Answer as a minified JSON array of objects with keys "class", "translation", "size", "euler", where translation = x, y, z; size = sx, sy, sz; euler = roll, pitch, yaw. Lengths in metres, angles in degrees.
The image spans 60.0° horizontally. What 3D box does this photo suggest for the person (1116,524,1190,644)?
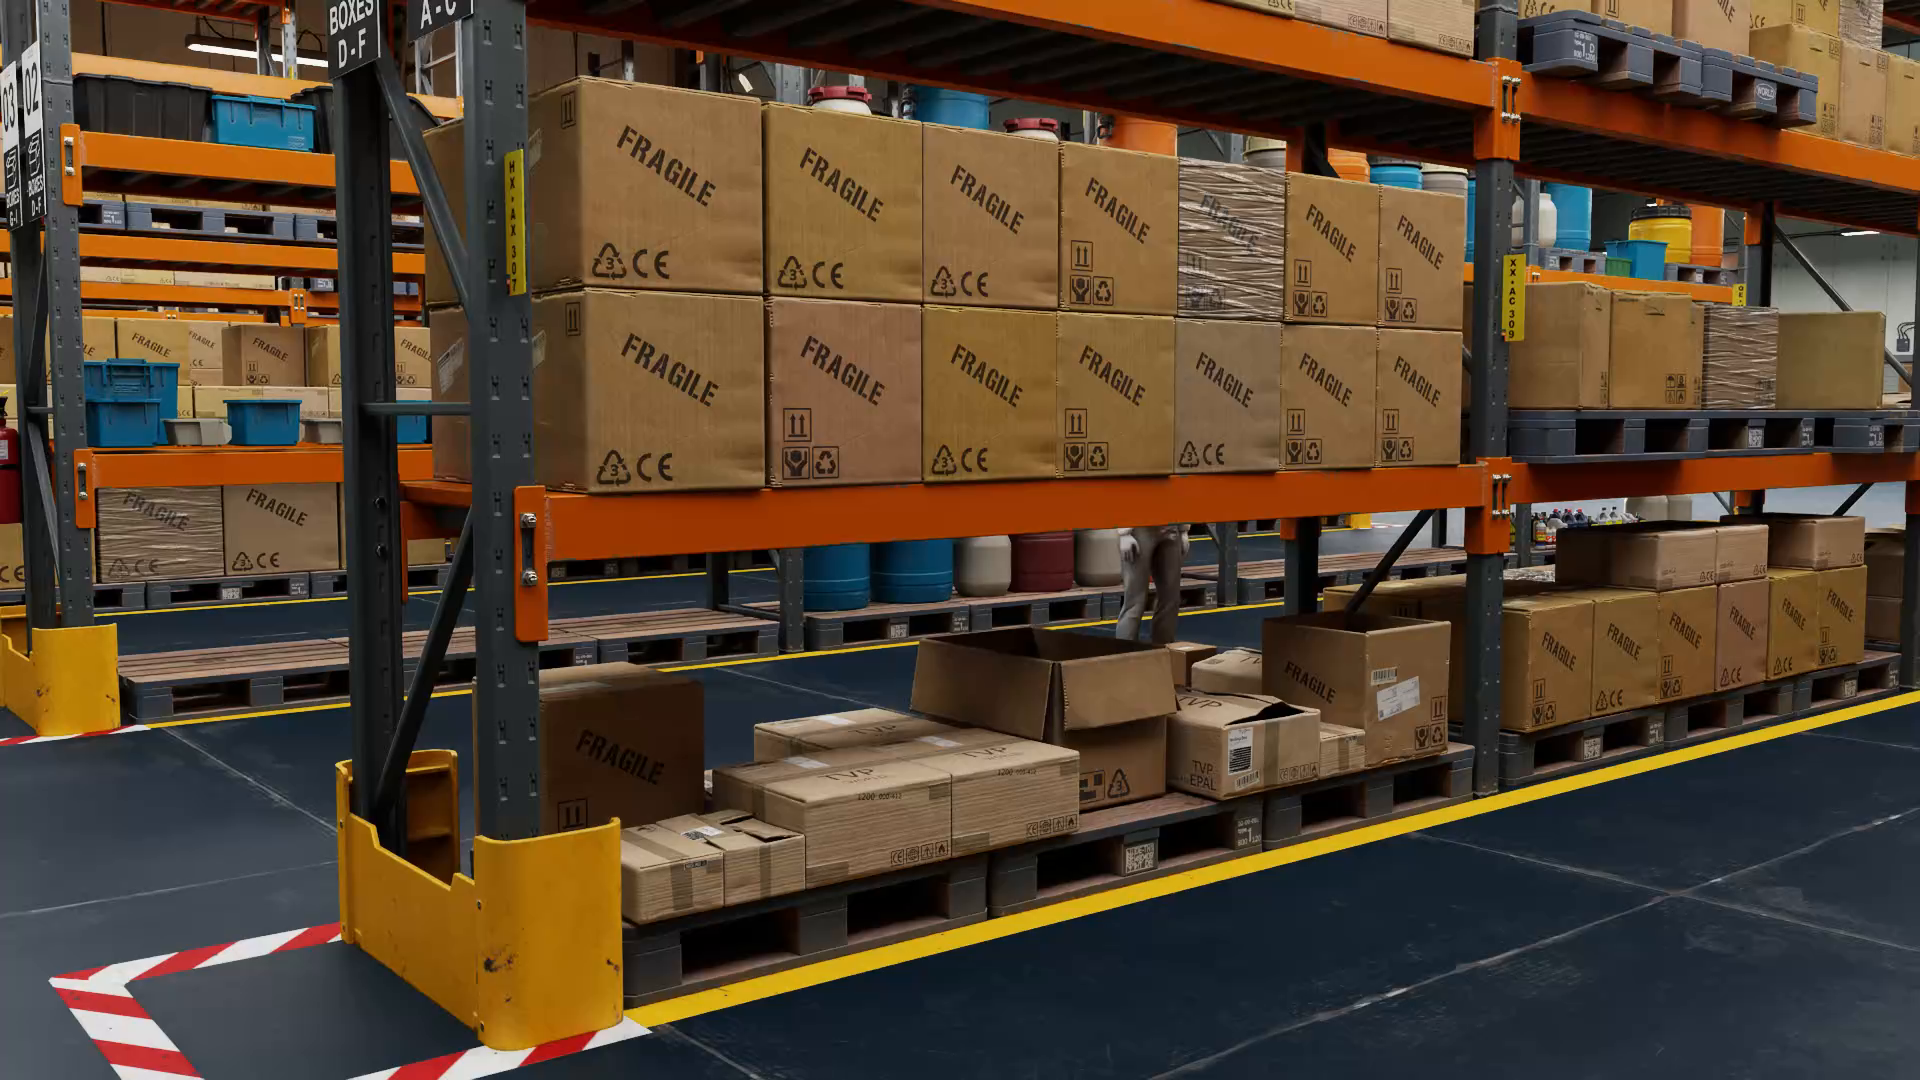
[{"class":"person","translation":[1.053,-0.023,9.026],"size":[0.528,1.663,0.403],"euler":[-4,6,-39]}]
